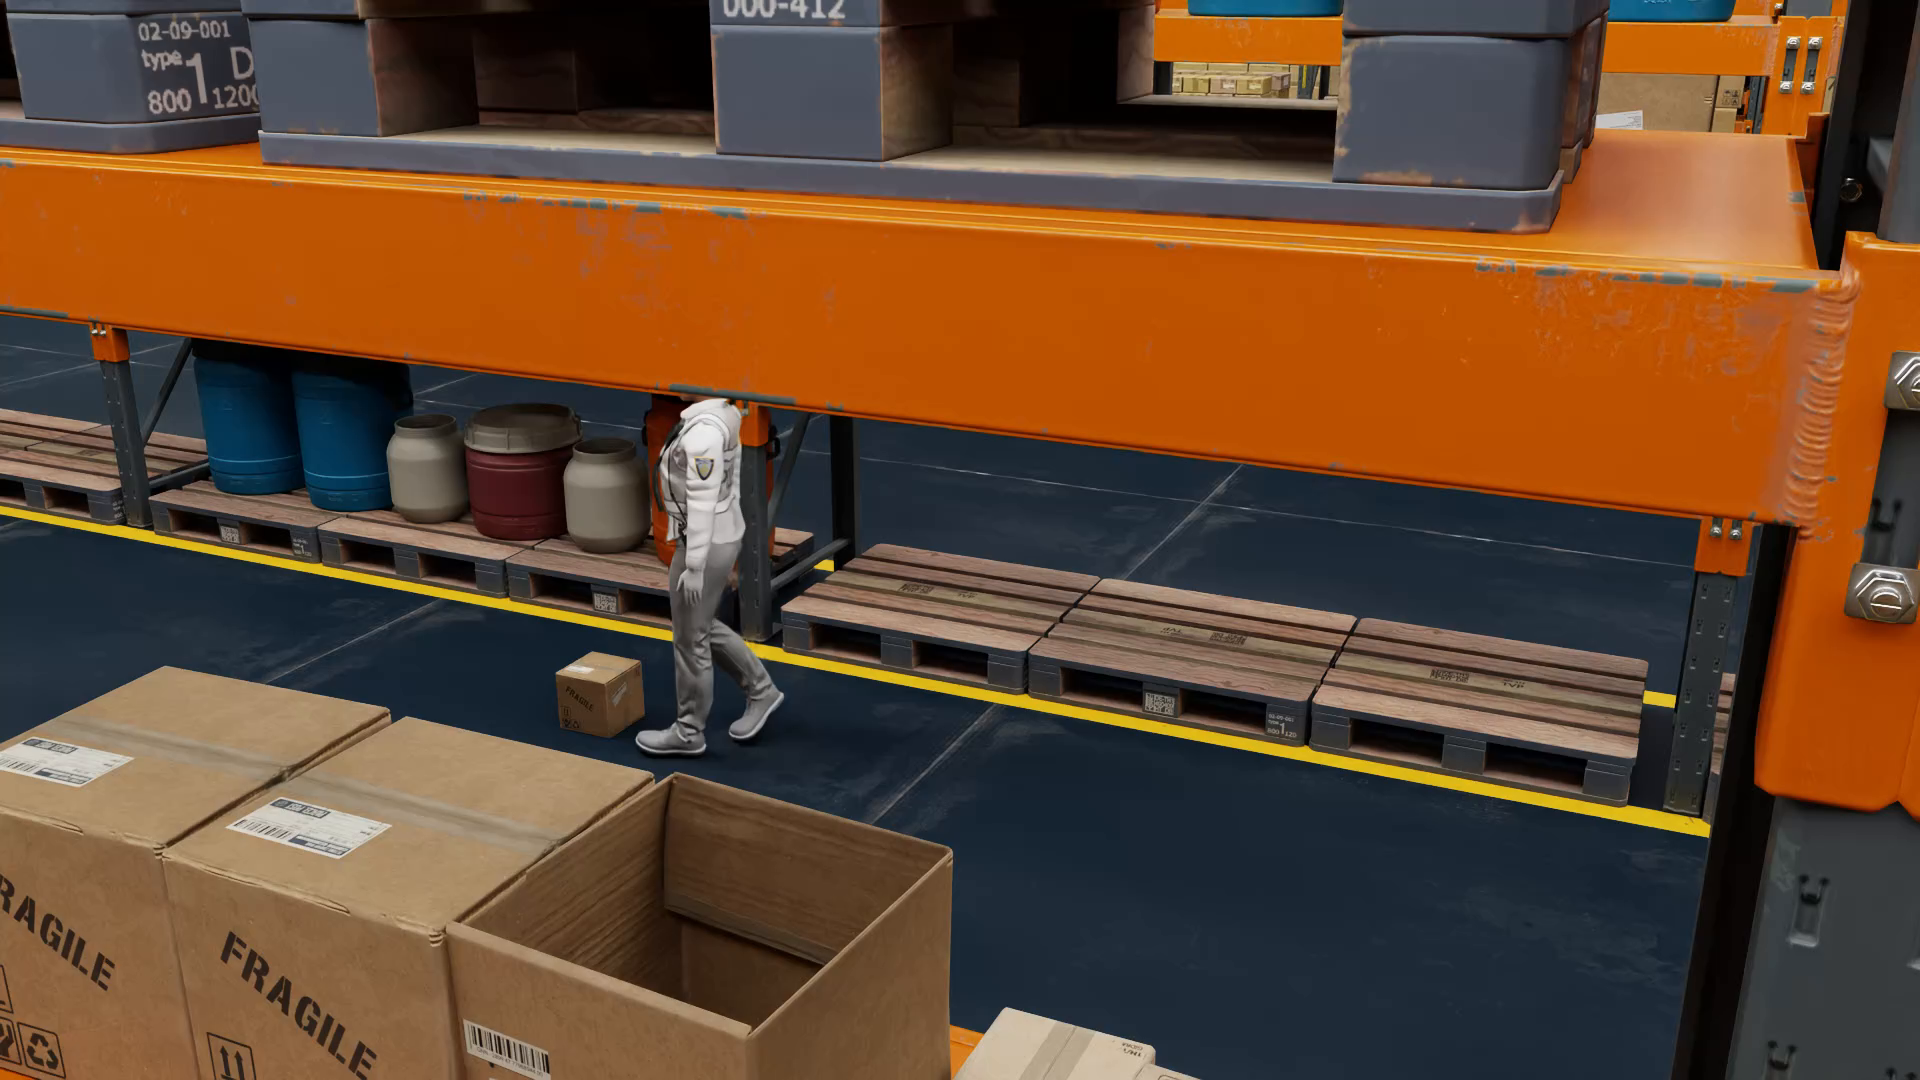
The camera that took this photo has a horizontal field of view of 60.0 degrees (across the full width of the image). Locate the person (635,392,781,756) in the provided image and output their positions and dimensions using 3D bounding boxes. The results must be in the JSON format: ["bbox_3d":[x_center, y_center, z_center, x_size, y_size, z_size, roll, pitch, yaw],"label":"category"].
[{"bbox_3d":[-1.017,0.032,6.420,0.566,1.672,0.527,1,19,2],"label":"person"}]
